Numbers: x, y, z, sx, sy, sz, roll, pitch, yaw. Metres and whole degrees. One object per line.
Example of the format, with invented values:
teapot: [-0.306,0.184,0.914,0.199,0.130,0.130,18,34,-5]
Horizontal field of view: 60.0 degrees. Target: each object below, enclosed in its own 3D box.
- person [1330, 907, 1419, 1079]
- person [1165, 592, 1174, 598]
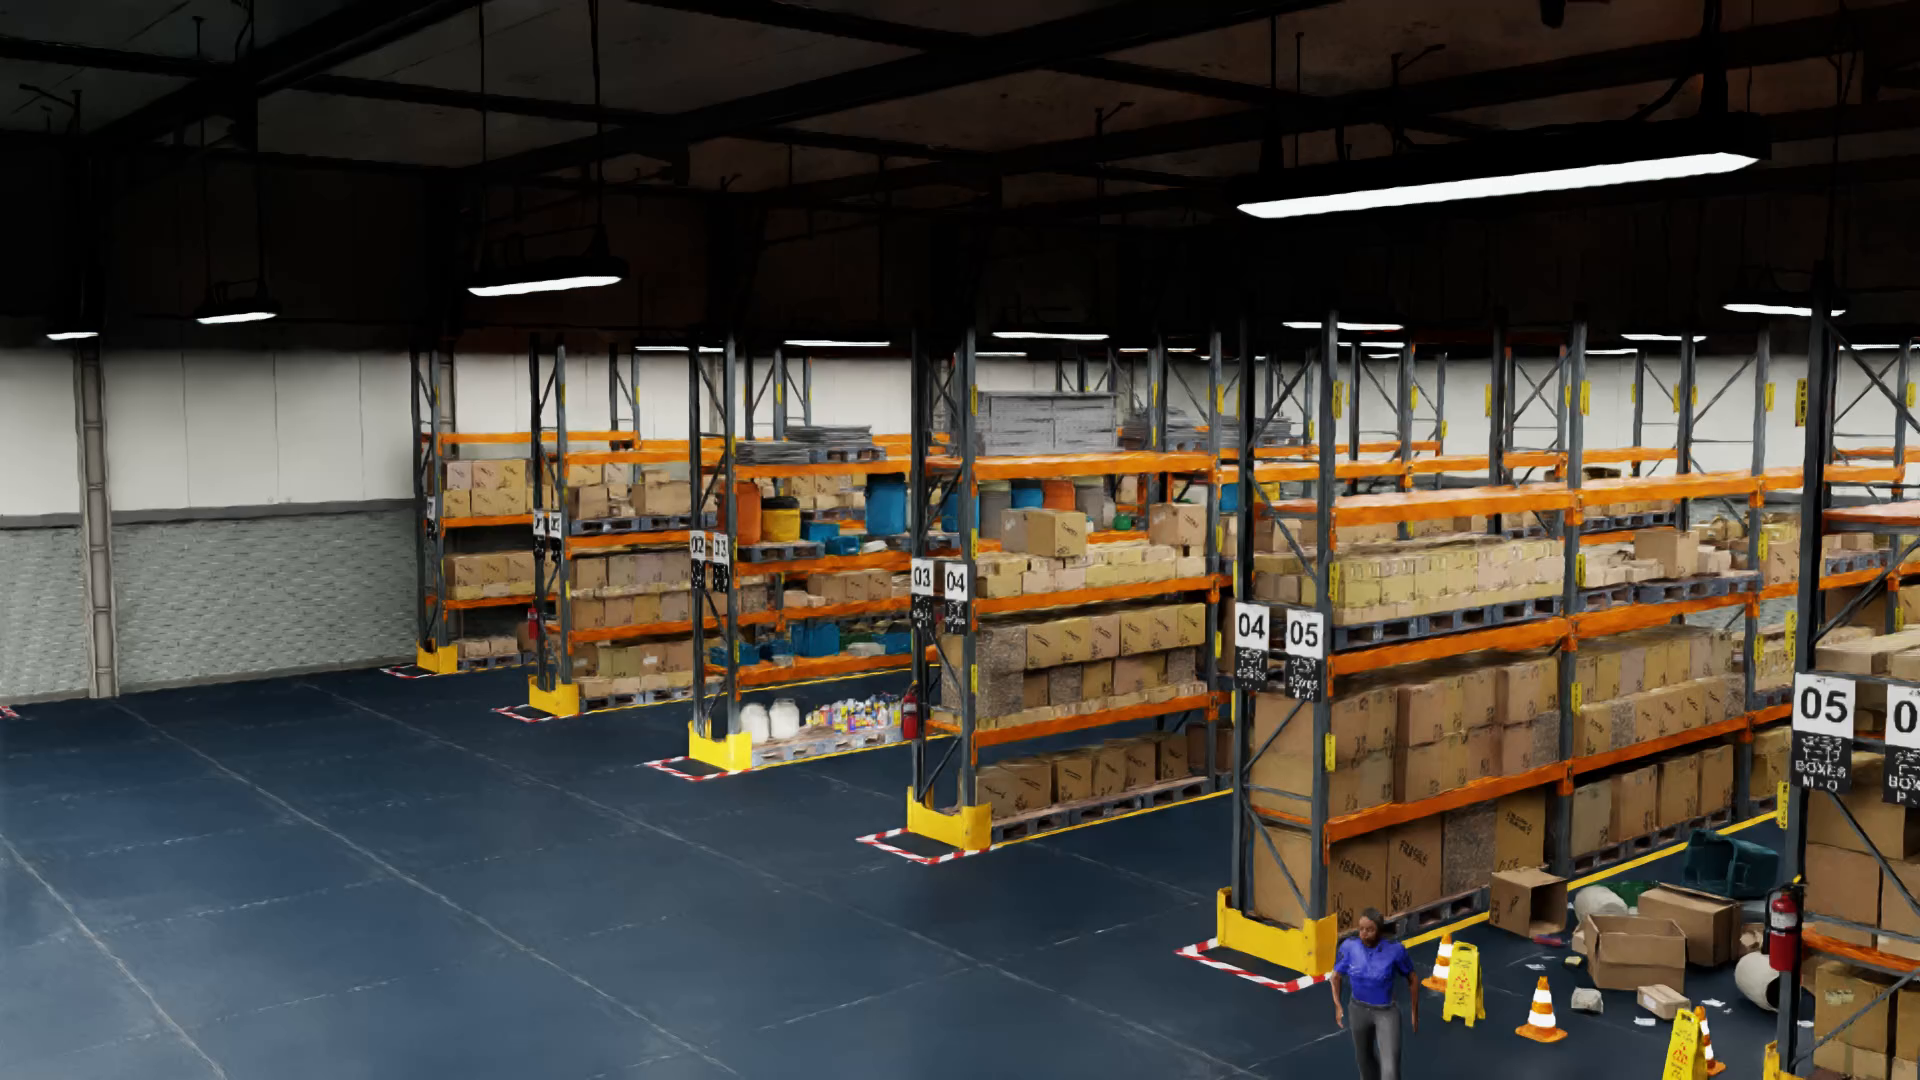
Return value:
person: [2.920,3.295,11.574,0.621,1.588,0.828,4,6,33]
person: [3.723,1.533,30.351,0.617,1.627,0.569,-2,6,-20]
